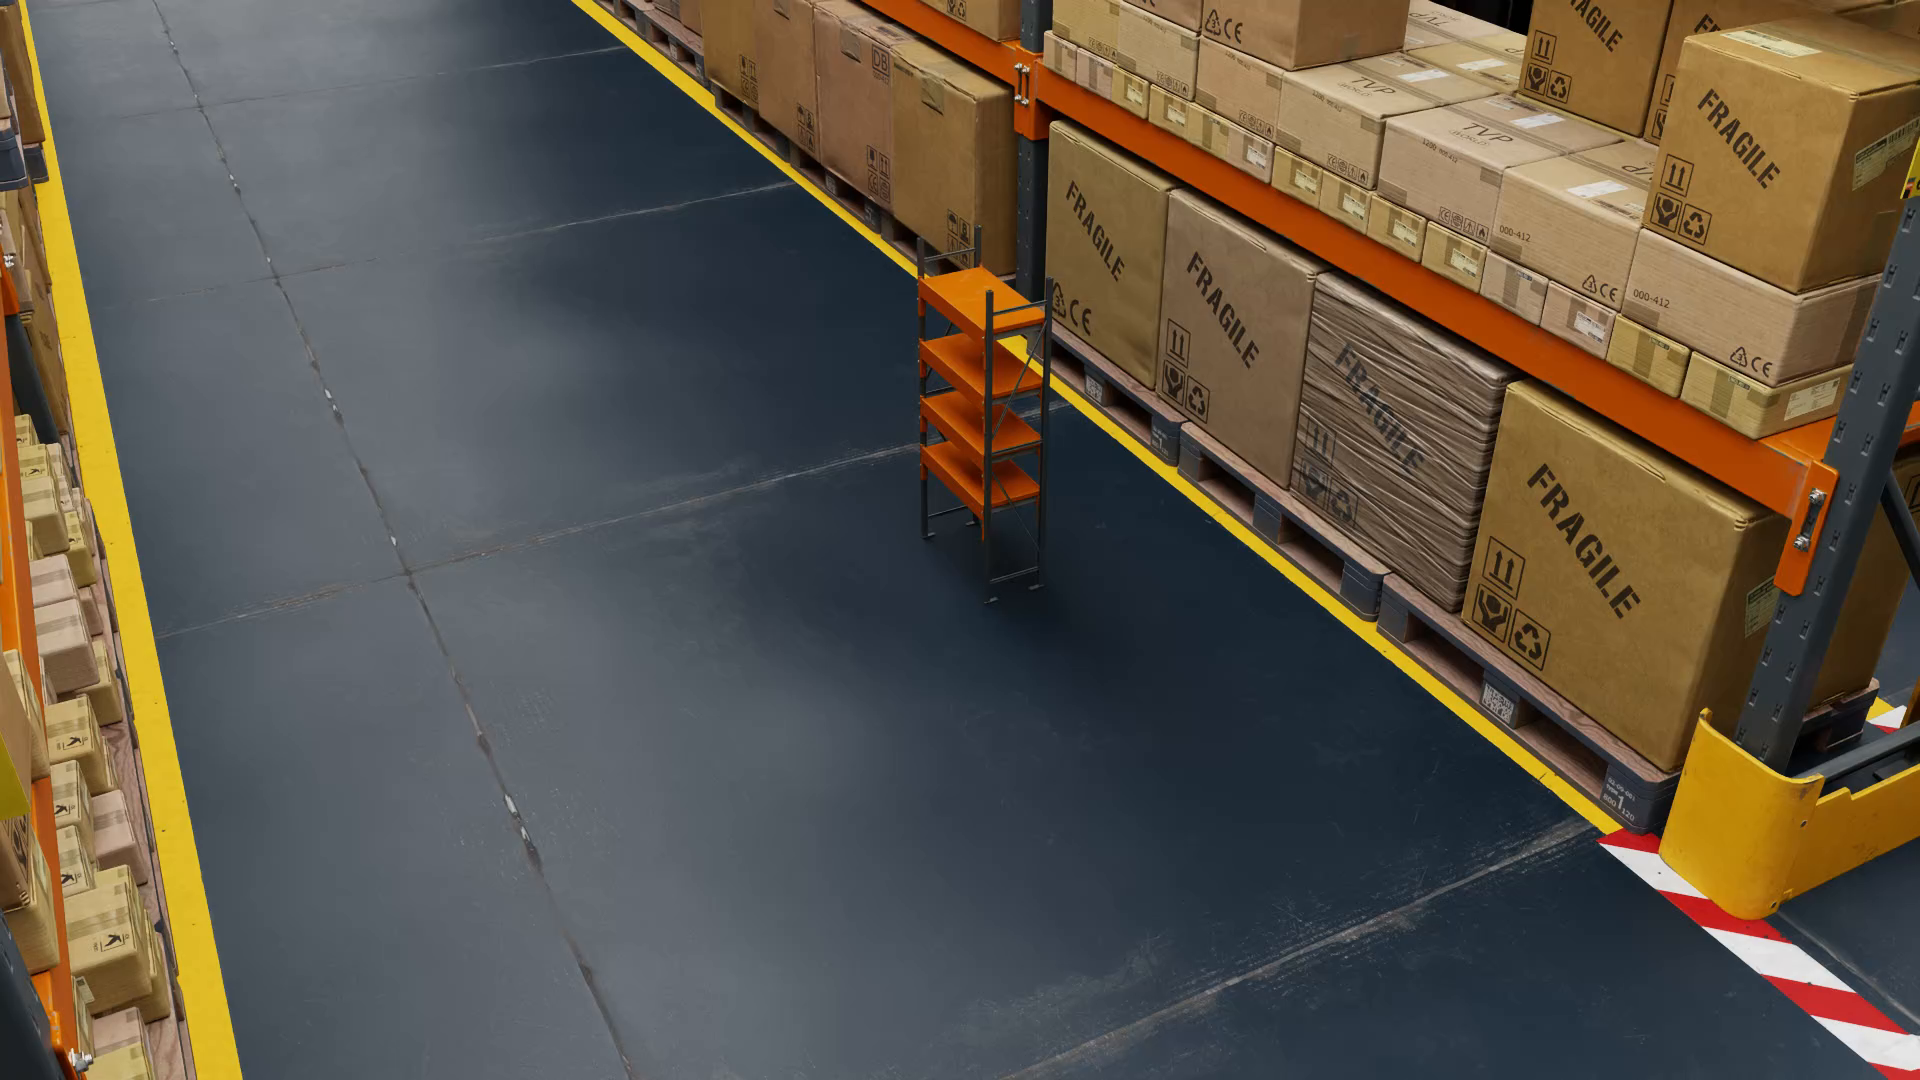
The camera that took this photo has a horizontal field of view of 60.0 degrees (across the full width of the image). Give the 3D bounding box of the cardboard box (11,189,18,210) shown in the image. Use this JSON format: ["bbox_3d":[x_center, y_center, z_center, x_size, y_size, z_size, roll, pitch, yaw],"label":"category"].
[{"bbox_3d":[-4.305,-1.503,7.049,0.500,0.250,0.500,-14,35,-21],"label":"cardboard box"}]

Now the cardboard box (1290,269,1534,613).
[{"bbox_3d":[1.796,-0.438,5.734,0.875,0.875,0.875,-16,36,-23],"label":"cardboard box"}]

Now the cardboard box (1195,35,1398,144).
[{"bbox_3d":[1.186,-1.633,5.882,0.500,0.250,0.500,-15,36,-22],"label":"cardboard box"}]

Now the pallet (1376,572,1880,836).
[{"bbox_3d":[2.148,0.376,5.468,1.003,0.211,1.213,-16,36,-23],"label":"pallet"}]

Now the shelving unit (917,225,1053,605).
[{"bbox_3d":[0.077,-0.426,5.803,0.258,1.200,0.503,-16,36,-23],"label":"shelving unit"}]

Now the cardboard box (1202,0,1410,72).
[{"bbox_3d":[1.191,-1.946,5.676,0.500,0.500,0.500,-17,36,-25],"label":"cardboard box"}]

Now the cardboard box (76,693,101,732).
[{"bbox_3d":[-2.681,0.614,4.764,0.380,0.149,0.250,-15,36,-22],"label":"cardboard box"}]

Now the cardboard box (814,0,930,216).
[{"bbox_3d":[-0.009,-2.354,8.725,1.225,0.875,0.875,-17,36,-25],"label":"cardboard box"}]

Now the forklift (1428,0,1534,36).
[{"bbox_3d":[2.445,-2.497,7.431,1.130,2.935,3.031,-2,33,-3],"label":"forklift"}]

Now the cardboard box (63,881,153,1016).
[{"bbox_3d":[-2.028,0.947,3.694,0.380,0.149,0.250,-16,36,-23],"label":"cardboard box"}]

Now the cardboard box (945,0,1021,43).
[{"bbox_3d":[0.265,-2.542,7.345,0.500,0.500,0.500,-16,36,-23],"label":"cardboard box"}]

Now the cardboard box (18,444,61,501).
[{"bbox_3d":[-3.160,-0.157,5.416,0.380,0.149,0.250,-15,36,-23],"label":"cardboard box"}]

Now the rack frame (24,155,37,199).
[{"bbox_3d":[-5.575,-3.055,8.238,1.000,3.000,0.127,-16,36,-23],"label":"rack frame"}]

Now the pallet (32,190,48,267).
[{"bbox_3d":[-5.212,-1.508,8.408,1.003,0.211,1.213,-16,36,-23],"label":"pallet"}]

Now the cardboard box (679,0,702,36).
[{"bbox_3d":[-1.470,-3.702,11.157,0.700,0.500,0.500,-18,37,-26],"label":"cardboard box"}]

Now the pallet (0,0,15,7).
[{"bbox_3d":[-5.149,-2.661,7.801,1.213,0.211,1.003,-16,36,-23],"label":"pallet"}]

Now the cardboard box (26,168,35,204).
[{"bbox_3d":[-5.037,-1.931,8.412,0.500,0.500,0.500,-16,36,-23],"label":"cardboard box"}]

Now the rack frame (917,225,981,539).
[{"bbox_3d":[-0.037,-0.543,5.985,0.240,1.200,0.015,-16,36,-23],"label":"rack frame"}]

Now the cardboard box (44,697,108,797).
[{"bbox_3d":[-2.420,0.577,4.270,0.380,0.149,0.250,-15,36,-22],"label":"cardboard box"}]

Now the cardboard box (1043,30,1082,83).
[{"bbox_3d":[0.568,-2.015,6.847,0.380,0.149,0.250,-16,36,-23],"label":"cardboard box"}]

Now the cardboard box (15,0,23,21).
[{"bbox_3d":[-7.071,-3.920,11.284,1.050,0.750,0.750,-16,36,-23],"label":"cardboard box"}]

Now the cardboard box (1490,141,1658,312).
[{"bbox_3d":[1.893,-0.905,4.746,0.500,0.250,0.500,-17,36,-24],"label":"cardboard box"}]

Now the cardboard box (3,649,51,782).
[{"bbox_3d":[-1.940,0.379,3.111,0.380,0.149,0.250,-17,36,-24],"label":"cardboard box"}]

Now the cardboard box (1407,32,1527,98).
[{"bbox_3d":[1.878,-1.530,5.722,0.500,0.250,0.500,-17,36,-24],"label":"cardboard box"}]

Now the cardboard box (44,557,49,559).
[{"bbox_3d":[-2.974,0.216,5.110,0.380,0.149,0.250,-16,36,-23],"label":"cardboard box"}]

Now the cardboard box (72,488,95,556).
[{"bbox_3d":[-3.226,-0.021,5.756,0.380,0.149,0.250,-15,36,-23],"label":"cardboard box"}]

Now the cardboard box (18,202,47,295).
[{"bbox_3d":[-4.324,-1.189,7.252,0.500,0.500,0.500,-15,36,-22],"label":"cardboard box"}]

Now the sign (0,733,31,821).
[{"bbox_3d":[-1.365,0.262,2.259,0.100,0.325,0.005,-16,36,-23],"label":"sign"}]

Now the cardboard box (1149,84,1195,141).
[{"bbox_3d":[0.938,-1.639,6.260,0.380,0.149,0.250,-17,36,-24],"label":"cardboard box"}]

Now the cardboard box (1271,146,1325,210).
[{"bbox_3d":[1.297,-1.271,5.687,0.380,0.149,0.250,-17,36,-24],"label":"cardboard box"}]

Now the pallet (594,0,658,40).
[{"bbox_3d":[-2.068,-4.035,12.353,1.003,0.211,1.213,-16,36,-23],"label":"pallet"}]

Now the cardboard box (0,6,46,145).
[{"bbox_3d":[-5.780,-2.598,9.221,1.050,0.750,0.750,-16,36,-24],"label":"cardboard box"}]

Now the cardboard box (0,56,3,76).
[{"bbox_3d":[-3.734,-1.772,6.079,0.380,0.149,0.250,-16,36,-23],"label":"cardboard box"}]

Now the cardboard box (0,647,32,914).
[{"bbox_3d":[-1.810,0.312,2.615,0.500,0.500,0.500,-14,35,-21],"label":"cardboard box"}]

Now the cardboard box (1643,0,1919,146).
[{"bbox_3d":[2.372,-1.350,4.745,0.500,0.500,0.500,-17,36,-24],"label":"cardboard box"}]

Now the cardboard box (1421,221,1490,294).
[{"bbox_3d":[1.655,-0.905,5.115,0.380,0.149,0.250,-17,36,-24],"label":"cardboard box"}]

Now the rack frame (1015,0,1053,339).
[{"bbox_3d":[0.725,-2.346,7.130,1.000,3.000,0.127,-16,36,-23],"label":"rack frame"}]

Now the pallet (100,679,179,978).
[{"bbox_3d":[-2.793,0.922,4.614,1.003,0.211,1.213,-16,36,-23],"label":"pallet"}]

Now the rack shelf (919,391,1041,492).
[{"bbox_3d":[0.077,-0.370,5.839,0.258,0.148,0.480,-16,36,-23],"label":"rack shelf"}]

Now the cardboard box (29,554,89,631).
[{"bbox_3d":[-2.777,0.210,4.844,0.380,0.149,0.250,-18,37,-25],"label":"cardboard box"}]

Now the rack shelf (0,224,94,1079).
[{"bbox_3d":[-2.778,0.111,3.963,1.077,0.370,4.000,-16,36,-23],"label":"rack shelf"}]

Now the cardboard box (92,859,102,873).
[{"bbox_3d":[-2.348,0.987,4.182,0.380,0.149,0.250,-16,36,-23],"label":"cardboard box"}]

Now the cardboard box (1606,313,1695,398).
[{"bbox_3d":[2.010,-0.542,4.548,0.380,0.149,0.250,-15,36,-23],"label":"cardboard box"}]

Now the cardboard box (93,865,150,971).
[{"bbox_3d":[-2.156,0.957,3.953,0.380,0.149,0.250,-15,35,-22],"label":"cardboard box"}]

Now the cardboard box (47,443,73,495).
[{"bbox_3d":[-3.282,-0.178,5.724,0.380,0.149,0.250,-15,36,-22],"label":"cardboard box"}]

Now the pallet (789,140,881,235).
[{"bbox_3d":[-0.274,-2.104,9.338,1.003,0.211,1.213,-16,36,-23],"label":"pallet"}]
